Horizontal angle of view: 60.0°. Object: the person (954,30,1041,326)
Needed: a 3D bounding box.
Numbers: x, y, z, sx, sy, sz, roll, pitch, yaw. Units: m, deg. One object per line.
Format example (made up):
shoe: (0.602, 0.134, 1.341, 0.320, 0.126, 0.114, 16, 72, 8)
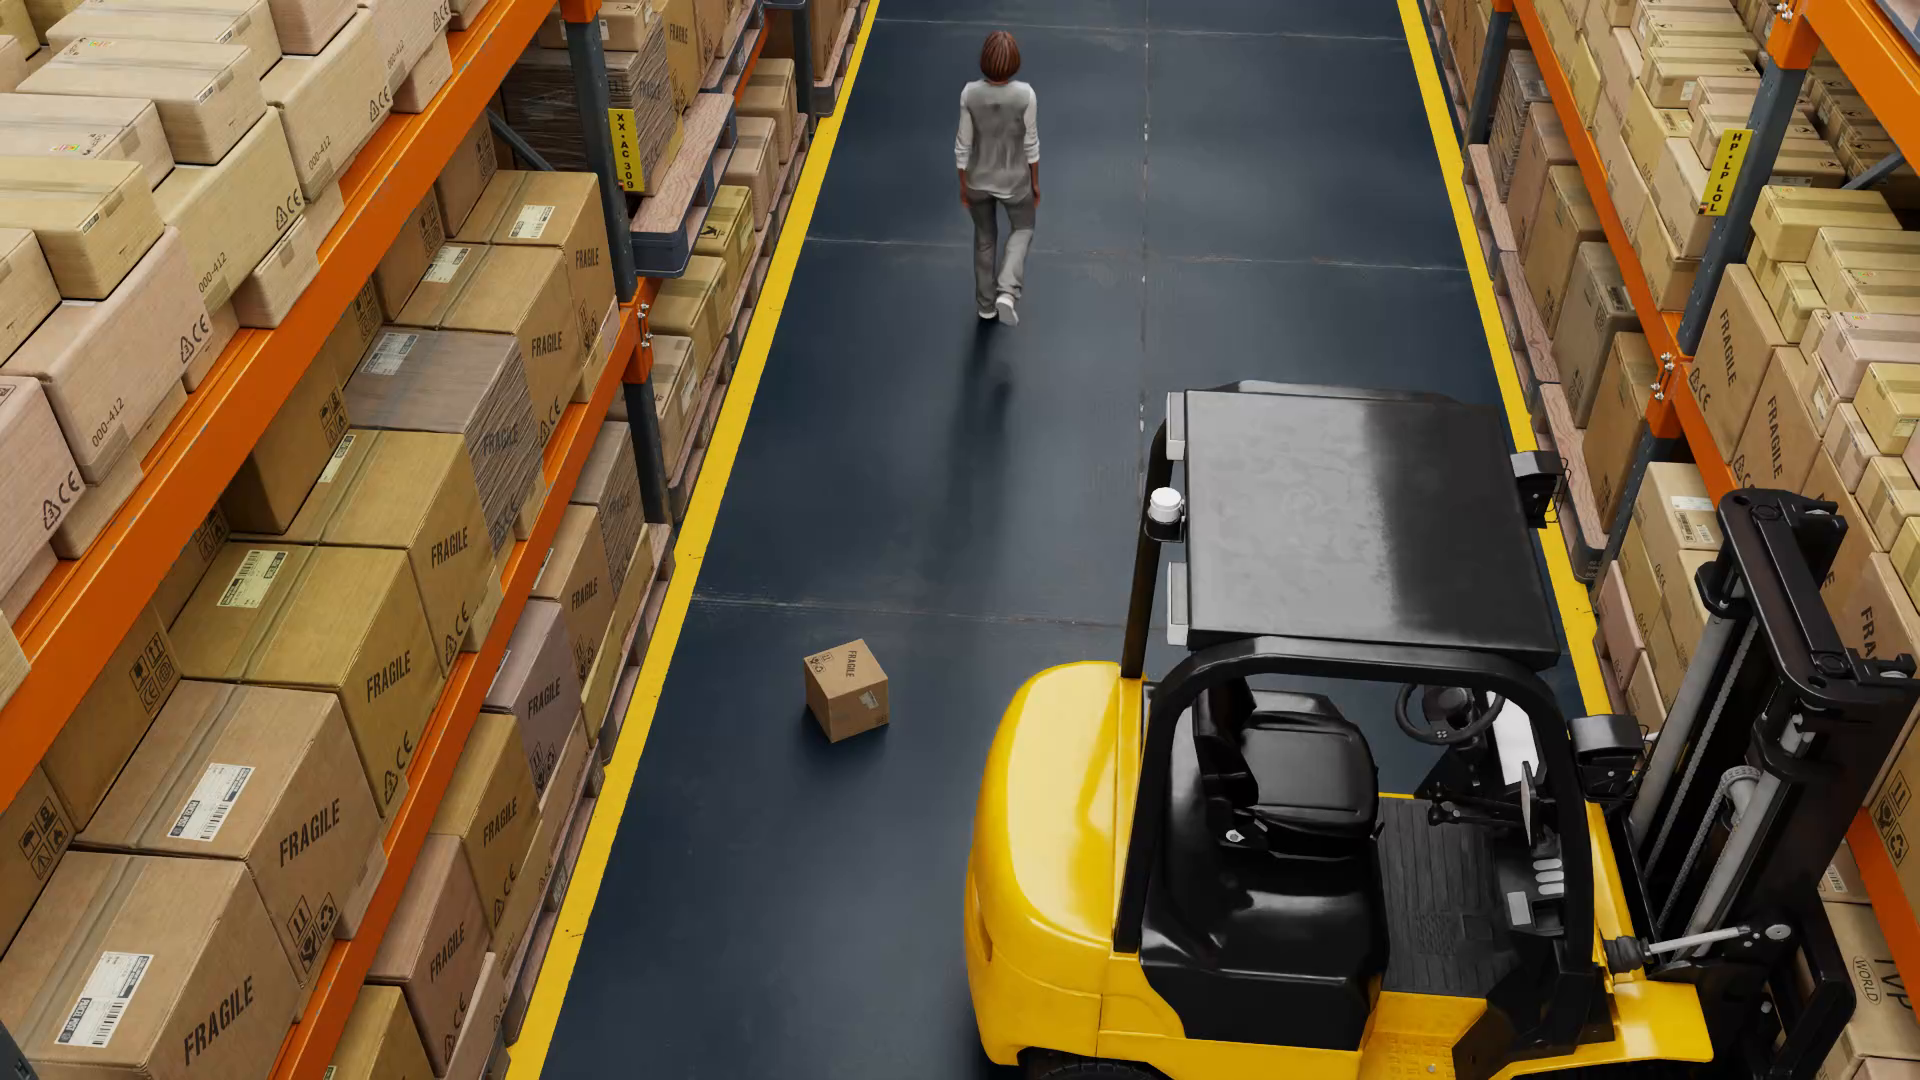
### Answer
person: (0.185, -1.737, 8.164, 0.421, 1.582, 0.539, 6, 41, 6)
